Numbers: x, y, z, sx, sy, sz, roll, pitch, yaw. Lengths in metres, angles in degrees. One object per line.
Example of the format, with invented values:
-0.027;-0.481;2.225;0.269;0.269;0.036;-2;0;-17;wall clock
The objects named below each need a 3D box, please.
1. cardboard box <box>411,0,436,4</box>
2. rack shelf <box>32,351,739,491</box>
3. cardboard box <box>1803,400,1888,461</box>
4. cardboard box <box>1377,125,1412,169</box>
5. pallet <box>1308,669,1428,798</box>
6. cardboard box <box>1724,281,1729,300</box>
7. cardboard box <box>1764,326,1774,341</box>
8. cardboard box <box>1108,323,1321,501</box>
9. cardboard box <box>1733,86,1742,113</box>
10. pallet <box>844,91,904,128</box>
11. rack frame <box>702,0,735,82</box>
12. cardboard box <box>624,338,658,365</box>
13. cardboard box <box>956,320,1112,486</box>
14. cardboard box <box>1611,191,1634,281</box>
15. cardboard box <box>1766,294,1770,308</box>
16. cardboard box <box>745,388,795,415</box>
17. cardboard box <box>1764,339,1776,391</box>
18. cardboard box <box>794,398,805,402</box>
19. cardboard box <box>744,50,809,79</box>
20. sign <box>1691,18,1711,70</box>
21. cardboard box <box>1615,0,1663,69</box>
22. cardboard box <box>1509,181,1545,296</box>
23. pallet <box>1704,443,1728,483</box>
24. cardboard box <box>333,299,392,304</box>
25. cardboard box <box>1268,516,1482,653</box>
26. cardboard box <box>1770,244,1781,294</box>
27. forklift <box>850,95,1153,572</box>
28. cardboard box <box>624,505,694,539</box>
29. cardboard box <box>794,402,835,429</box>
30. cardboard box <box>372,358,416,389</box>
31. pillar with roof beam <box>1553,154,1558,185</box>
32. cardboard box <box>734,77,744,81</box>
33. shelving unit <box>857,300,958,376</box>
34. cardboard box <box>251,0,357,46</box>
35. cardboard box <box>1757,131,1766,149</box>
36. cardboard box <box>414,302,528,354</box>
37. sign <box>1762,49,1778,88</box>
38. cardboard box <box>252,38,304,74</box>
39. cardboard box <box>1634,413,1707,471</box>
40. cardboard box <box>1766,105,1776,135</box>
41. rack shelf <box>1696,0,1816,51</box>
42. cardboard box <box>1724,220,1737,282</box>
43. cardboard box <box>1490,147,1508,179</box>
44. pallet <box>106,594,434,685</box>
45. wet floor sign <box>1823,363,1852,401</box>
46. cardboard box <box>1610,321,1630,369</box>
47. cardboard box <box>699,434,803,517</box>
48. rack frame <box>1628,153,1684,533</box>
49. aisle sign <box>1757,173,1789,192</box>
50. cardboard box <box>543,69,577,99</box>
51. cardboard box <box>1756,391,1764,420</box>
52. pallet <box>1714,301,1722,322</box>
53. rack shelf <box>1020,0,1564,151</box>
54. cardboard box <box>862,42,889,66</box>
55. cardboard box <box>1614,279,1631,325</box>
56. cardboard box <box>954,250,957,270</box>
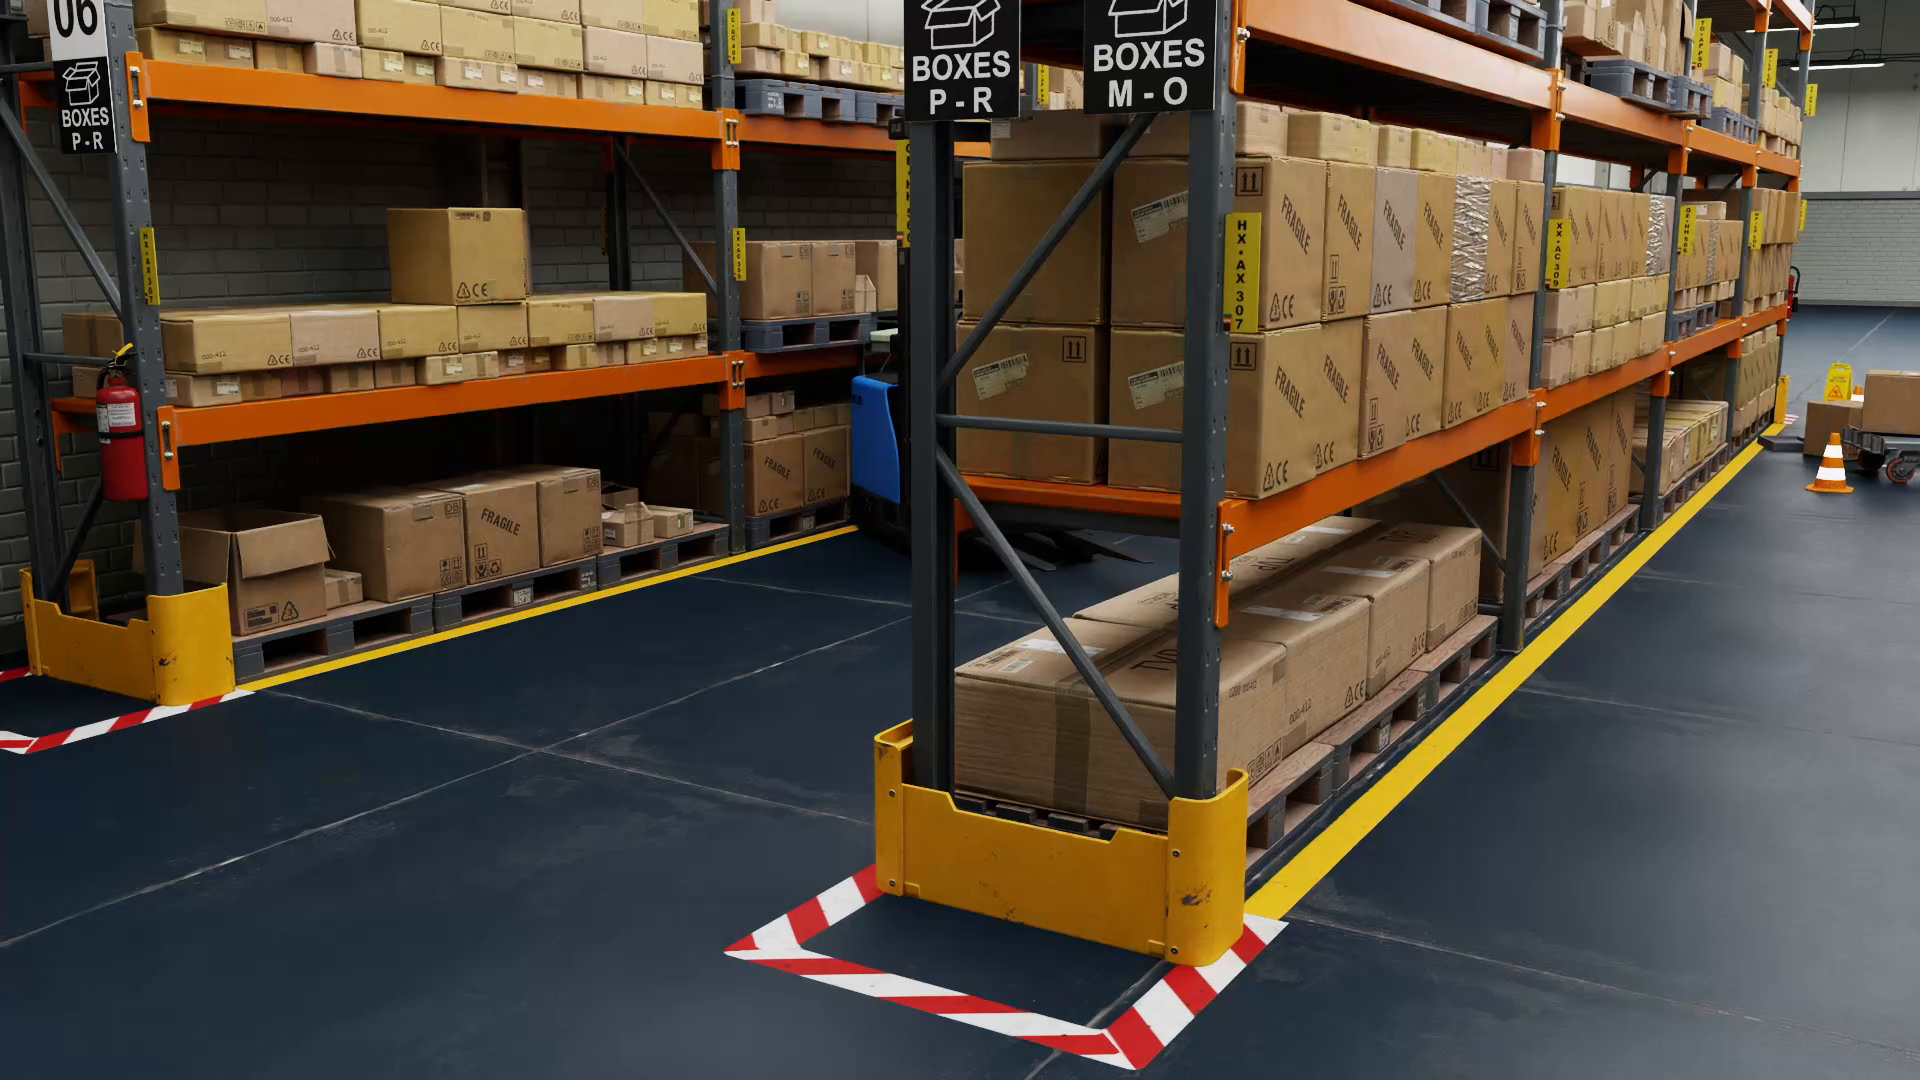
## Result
-2.966;-2.796;8.239;0.500;0.250;0.500;6;12;30;cardboard box
-2.901;-0.760;9.230;1.077;0.370;4.000;6;12;31;rack shelf
8.254;-1.023;15.470;0.500;0.500;0.500;-4;11;-18;cardboard box
1.411;-1.416;6.032;0.380;0.149;0.250;7;12;31;cardboard box
1.287;0.721;6.942;1.003;0.211;1.213;6;12;31;pallet
6.248;-2.104;13.998;0.380;0.149;0.250;6;12;30;cardboard box
8.152;-2.129;17.122;0.380;0.149;0.250;7;12;32;cardboard box
0.799;-0.422;5.201;0.500;0.500;0.500;6;12;30;cardboard box
6.355;-3.714;14.169;0.500;0.250;0.500;6;12;30;cardboard box
-0.929;-3.069;11.970;1.213;0.211;1.003;6;12;31;pallet
-1.863;-4.377;10.291;1.000;3.000;0.127;6;12;31;rack frame
-2.044;-1.144;10.009;0.380;0.149;0.250;7;13;32;cardboard box
0.329;-0.475;5.484;0.500;0.500;0.500;6;12;31;cardboard box
3.621;-1.780;9.734;0.500;0.500;0.500;6;12;30;cardboard box
7.996;-2.431;16.884;0.380;0.149;0.250;6;12;30;cardboard box
-1.356;-0.947;11.356;0.380;0.149;0.250;6;12;28;cardboard box
8.150;-1.832;17.294;0.500;0.500;0.500;7;13;33;cardboard box
-1.368;-0.972;12.296;0.380;0.149;0.250;7;13;32;cardboard box
-1.204;-3.081;10.790;0.380;0.149;0.250;7;12;31;cardboard box
4.928;-3.296;11.053;0.100;0.325;0.005;6;12;31;sign
3.791;-3.008;9.721;0.500;0.500;0.500;7;12;31;cardboard box
2.372;-1.394;7.675;0.500;0.500;0.500;6;12;30;cardboard box
6.132;-0.719;14.636;1.003;0.211;1.213;6;12;31;pallet
-3.126;-1.209;9.277;0.500;0.250;0.500;6;12;31;cardboard box
1.963;0.187;8.038;0.875;0.438;0.875;6;12;30;cardboard box
8.038;-2.768;16.924;0.500;0.500;0.500;6;12;30;cardboard box
0.232;-1.333;10.526;1.130;2.935;3.031;-4;11;-21;forklift
-1.901;-0.117;10.449;0.380;0.149;0.250;6;12;29;cardboard box
-1.118;-0.892;11.871;0.380;0.149;0.250;6;12;30;cardboard box
-3.019;-0.866;8.525;0.380;0.149;0.250;7;12;32;cardboard box
16.260;-8.660;33.172;9.100;9.000;0.548;6;12;31;pillar with roof beam
-1.658;-3.130;11.053;0.380;0.149;0.250;7;13;32;cardboard box
-0.354;-0.967;12.073;0.431;1.500;0.755;7;15;32;shelving unit
-3.230;-2.471;7.864;0.500;0.250;0.500;7;13;32;cardboard box
7.092;-3.624;15.108;0.380;0.149;0.250;6;12;31;cardboard box
-2.705;-1.159;9.005;0.500;0.250;0.500;6;12;29;cardboard box
7.011;-4.082;14.394;0.100;0.325;0.005;6;12;31;sign
-3.314;-2.260;7.820;0.380;0.149;0.250;6;12;31;cardboard box
5.534;-0.821;13.605;0.950;0.372;0.625;7;13;33;cardboard box
7.257;-3.884;15.412;0.500;0.250;0.500;6;12;30;cardboard box
7.573;-5.120;16.229;1.077;0.370;4.000;6;12;31;rack shelf
6.234;-2.441;14.037;0.500;0.500;0.500;6;12;31;cardboard box
2.263;-1.704;7.565;0.380;0.149;0.250;7;13;32;cardboard box
-3.487;0.435;8.474;1.003;0.211;1.213;6;12;31;pallet
9.624;-1.612;18.225;0.232;0.644;0.267;-8;13;-38;wet floor sign
3.650;-1.163;9.835;0.500;0.250;0.500;6;12;30;cardboard box
-1.420;-0.460;11.326;0.500;0.500;0.500;7;13;33;cardboard box
4.458;-1.583;11.674;1.000;3.000;0.127;6;12;31;rack frame
8.891;-4.101;18.059;0.394;0.787;0.004;6;12;31;aisle sign
-2.369;-2.537;9.299;0.380;0.149;0.250;7;13;33;cardboard box
7.879;-1.380;16.919;0.500;0.250;0.500;6;12;29;cardboard box
6.013;-2.012;14.484;1.003;0.211;1.213;6;12;31;pallet
1.343;-1.760;6.424;1.077;0.370;4.000;6;12;31;rack shelf
-0.723;-3.395;11.660;0.380;0.149;0.250;6;12;31;cardboard box
3.643;-1.410;9.796;0.500;0.250;0.500;6;12;29;cardboard box
-0.476;-2.040;12.690;0.797;0.503;0.637;6;12;29;cardboard box
